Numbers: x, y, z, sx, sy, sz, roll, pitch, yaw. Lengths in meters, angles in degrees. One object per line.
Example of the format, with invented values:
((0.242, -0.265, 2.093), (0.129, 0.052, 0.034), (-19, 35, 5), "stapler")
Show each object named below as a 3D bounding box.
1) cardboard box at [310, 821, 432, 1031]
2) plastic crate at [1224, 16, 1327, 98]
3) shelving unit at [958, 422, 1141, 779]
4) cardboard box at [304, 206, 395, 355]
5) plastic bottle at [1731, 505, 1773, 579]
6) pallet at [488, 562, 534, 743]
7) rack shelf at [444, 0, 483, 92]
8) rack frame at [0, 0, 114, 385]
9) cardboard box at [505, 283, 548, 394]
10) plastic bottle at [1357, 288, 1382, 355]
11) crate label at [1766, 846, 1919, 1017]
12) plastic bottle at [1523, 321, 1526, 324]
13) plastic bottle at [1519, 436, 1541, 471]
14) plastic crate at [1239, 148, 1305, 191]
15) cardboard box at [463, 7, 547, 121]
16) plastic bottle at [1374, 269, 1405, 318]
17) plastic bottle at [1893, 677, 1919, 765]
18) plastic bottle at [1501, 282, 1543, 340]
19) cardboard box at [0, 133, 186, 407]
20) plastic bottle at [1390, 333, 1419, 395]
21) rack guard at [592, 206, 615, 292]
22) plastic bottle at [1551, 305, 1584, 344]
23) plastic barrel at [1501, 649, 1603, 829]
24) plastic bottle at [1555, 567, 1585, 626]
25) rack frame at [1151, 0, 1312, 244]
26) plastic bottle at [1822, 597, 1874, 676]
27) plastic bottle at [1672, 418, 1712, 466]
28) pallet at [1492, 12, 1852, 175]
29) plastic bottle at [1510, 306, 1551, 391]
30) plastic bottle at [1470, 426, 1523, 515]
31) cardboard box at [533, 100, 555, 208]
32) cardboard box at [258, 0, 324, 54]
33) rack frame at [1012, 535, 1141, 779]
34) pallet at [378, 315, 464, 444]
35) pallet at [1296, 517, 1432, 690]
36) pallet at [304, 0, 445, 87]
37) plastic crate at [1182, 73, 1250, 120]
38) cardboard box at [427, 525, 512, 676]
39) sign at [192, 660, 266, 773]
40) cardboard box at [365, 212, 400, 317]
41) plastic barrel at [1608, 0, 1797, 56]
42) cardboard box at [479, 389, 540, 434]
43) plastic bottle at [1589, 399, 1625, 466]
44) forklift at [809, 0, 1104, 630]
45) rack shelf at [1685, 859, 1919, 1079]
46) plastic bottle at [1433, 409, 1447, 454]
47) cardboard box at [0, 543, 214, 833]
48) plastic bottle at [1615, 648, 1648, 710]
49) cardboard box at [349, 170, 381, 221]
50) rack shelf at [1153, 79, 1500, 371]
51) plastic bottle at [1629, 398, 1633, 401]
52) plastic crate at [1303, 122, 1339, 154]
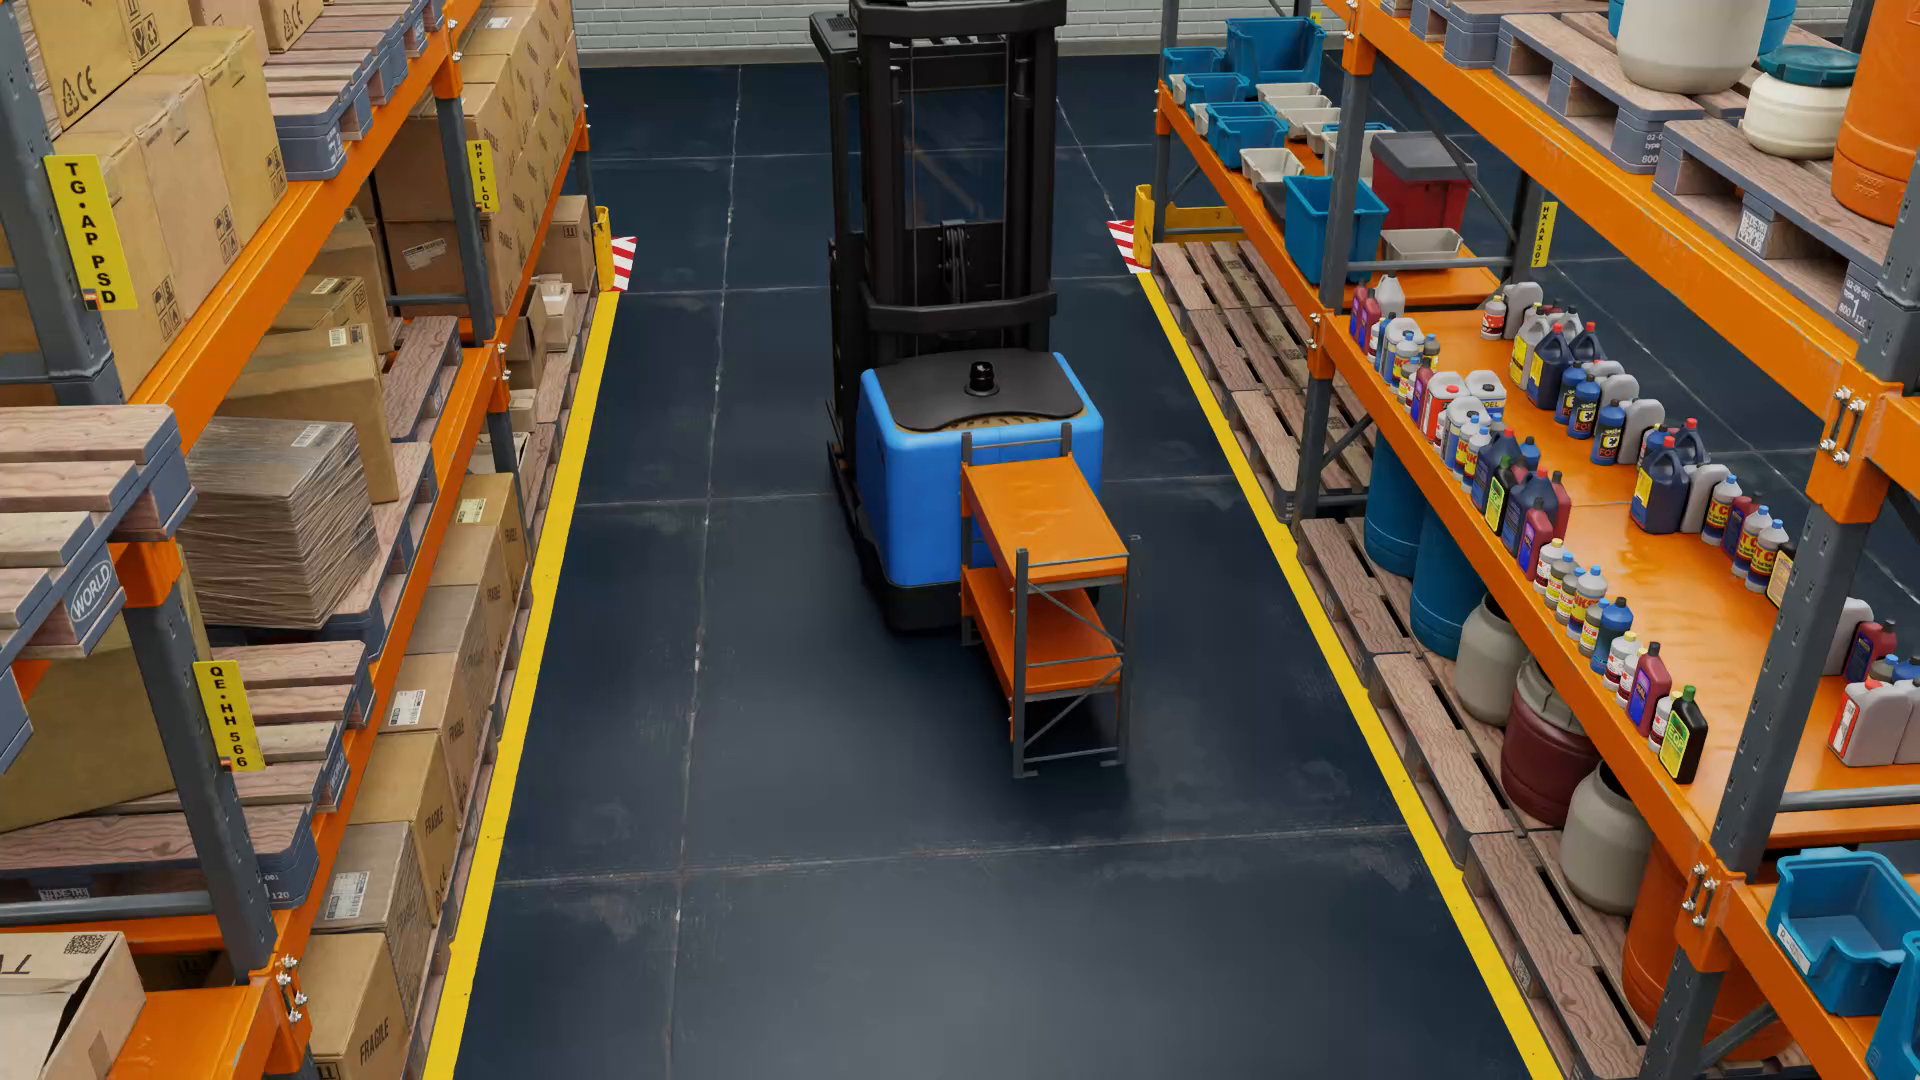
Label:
((-2.114, 1.322, 5.621), (0.500, 0.500, 0.500), (-4, 31, -6), "cardboard box")
((2.100, -3.248, 11.170), (0.616, 0.435, 0.499), (-3, 31, -5), "plastic crate")
((0.360, 0.242, 7.247), (0.538, 1.125, 1.048), (-6, 31, -10), "shelving unit")
((-2.854, -1.062, 7.096), (0.700, 0.500, 0.500), (-13, 33, -21), "cardboard box")
((2.842, 0.002, 5.948), (0.097, 0.271, 0.097), (0, 31, 0), "plastic bottle")
((-2.562, 0.519, 7.676), (1.003, 0.211, 1.213), (-3, 31, -5), "pallet")
((-2.862, -3.092, 8.777), (1.077, 0.370, 4.000), (-3, 31, -5), "rack shelf")
((-2.301, -1.625, 2.695), (1.000, 3.000, 0.127), (-3, 31, -5), "rack frame")
((-2.856, -1.168, 9.785), (0.797, 0.503, 0.637), (-3, 31, -5), "cardboard box")
((1.879, -1.001, 7.615), (0.061, 0.283, 0.133), (-3, 31, -5), "plastic bottle")
((2.297, 1.020, 4.281), (0.303, 0.233, 0.416), (-3, 31, -5), "crate label")
((2.606, -0.927, 7.571), (0.097, 0.201, 0.097), (0, 31, 0), "plastic bottle")
((2.174, -0.273, 6.408), (0.097, 0.271, 0.097), (0, 31, 0), "plastic bottle")
((1.795, -2.114, 9.563), (0.293, 0.136, 0.466), (-3, 31, -5), "plastic crate")
((-2.584, -2.608, 9.118), (0.500, 0.500, 0.500), (-2, 31, -3), "cardboard box")
((1.971, -1.090, 7.698), (0.144, 0.351, 0.185), (-3, 31, -5), "plastic bottle")
((2.912, 0.532, 5.055), (0.152, 0.276, 0.135), (-3, 31, -5), "plastic bottle")
((2.616, -1.088, 7.768), (0.152, 0.276, 0.135), (-3, 31, -5), "plastic bottle")
((-2.376, -0.601, 3.809), (0.910, 0.500, 0.500), (-3, 31, -5), "cardboard box")
((1.939, -0.770, 7.239), (0.097, 0.271, 0.097), (0, 31, 0), "plastic bottle")
((-3.042, -2.022, 11.648), (1.175, 0.500, 0.348), (-3, 31, -5), "rack guard")
((2.669, -0.852, 7.300), (0.144, 0.351, 0.185), (-3, 31, -5), "plastic bottle")
((2.462, 0.744, 6.521), (0.600, 0.588, 0.708), (-3, 31, -5), "plastic barrel")
((2.108, 0.188, 5.704), (0.097, 0.201, 0.097), (0, 31, 0), "plastic bottle")
((1.883, -3.369, 11.466), (1.000, 3.000, 0.127), (-3, 31, -5), "rack frame")
((2.869, 0.296, 5.451), (0.152, 0.276, 0.135), (-3, 31, -5), "plastic bottle")
((2.771, -0.290, 6.358), (0.144, 0.351, 0.185), (-3, 31, -5), "plastic bottle")
((2.536, -1.559, 5.695), (1.003, 0.211, 1.213), (-3, 31, -5), "pallet")
((2.525, -0.845, 7.288), (0.144, 0.351, 0.185), (-3, 31, -5), "plastic bottle")
((2.058, -0.279, 6.340), (0.144, 0.351, 0.185), (-3, 31, -5), "plastic bottle")
((-2.596, -2.184, 9.384), (0.500, 0.500, 0.500), (-3, 31, -5), "cardboard box")
((-2.616, -2.045, 5.719), (0.600, 0.600, 0.600), (-3, 31, -5), "cardboard box")
((0.467, 0.497, 6.821), (0.500, 1.125, 0.032), (-6, 31, -10), "rack frame")
((-2.709, -0.596, 7.010), (1.003, 0.211, 1.213), (-3, 31, -5), "pallet")
((2.287, 0.266, 8.099), (1.003, 0.211, 1.213), (-3, 31, -5), "pallet")
((-2.684, -1.963, 6.369), (1.213, 0.211, 1.003), (-3, 31, -5), "pallet")
((1.640, -2.845, 10.693), (0.416, 0.233, 0.300), (-3, 31, -5), "plastic crate")
((-2.306, 0.284, 7.359), (0.500, 0.500, 0.500), (-3, 31, -4), "cardboard box")
((-1.749, 0.425, 3.984), (0.100, 0.325, 0.005), (-3, 31, -5), "sign")
((-2.977, -1.378, 8.034), (0.500, 0.500, 0.500), (-2, 31, -4), "cardboard box")
((2.569, -2.146, 5.595), (0.600, 0.901, 0.708), (-3, 31, -5), "plastic barrel")
((-2.590, -0.730, 9.381), (0.380, 0.166, 0.250), (-3, 31, -5), "cardboard box")
((2.609, -0.440, 6.686), (0.097, 0.271, 0.097), (0, 31, 0), "plastic bottle")
((-0.131, -1.574, 8.527), (1.130, 2.935, 3.031), (-6, 31, -10), "forklift")
((2.817, 2.045, 3.103), (1.077, 0.370, 4.000), (-3, 31, -5), "rack shelf")
((1.991, -0.454, 6.779), (0.097, 0.201, 0.097), (0, 31, 0), "plastic bottle")
((-2.473, 0.411, 4.630), (0.700, 0.500, 0.500), (-13, 33, -21), "cardboard box")
((2.154, 0.437, 5.288), (0.097, 0.201, 0.097), (0, 31, 0), "plastic bottle")
((-2.980, -1.810, 7.782), (0.500, 0.500, 0.500), (-3, 31, -4), "cardboard box")
((2.070, -2.039, 9.941), (1.077, 0.370, 4.000), (-3, 31, -5), "rack shelf")
((2.747, -0.486, 6.831), (0.097, 0.201, 0.097), (0, 31, 0), "plastic bottle")
((2.249, -2.434, 10.099), (0.298, 0.136, 0.250), (-3, 31, -5), "plastic crate")
